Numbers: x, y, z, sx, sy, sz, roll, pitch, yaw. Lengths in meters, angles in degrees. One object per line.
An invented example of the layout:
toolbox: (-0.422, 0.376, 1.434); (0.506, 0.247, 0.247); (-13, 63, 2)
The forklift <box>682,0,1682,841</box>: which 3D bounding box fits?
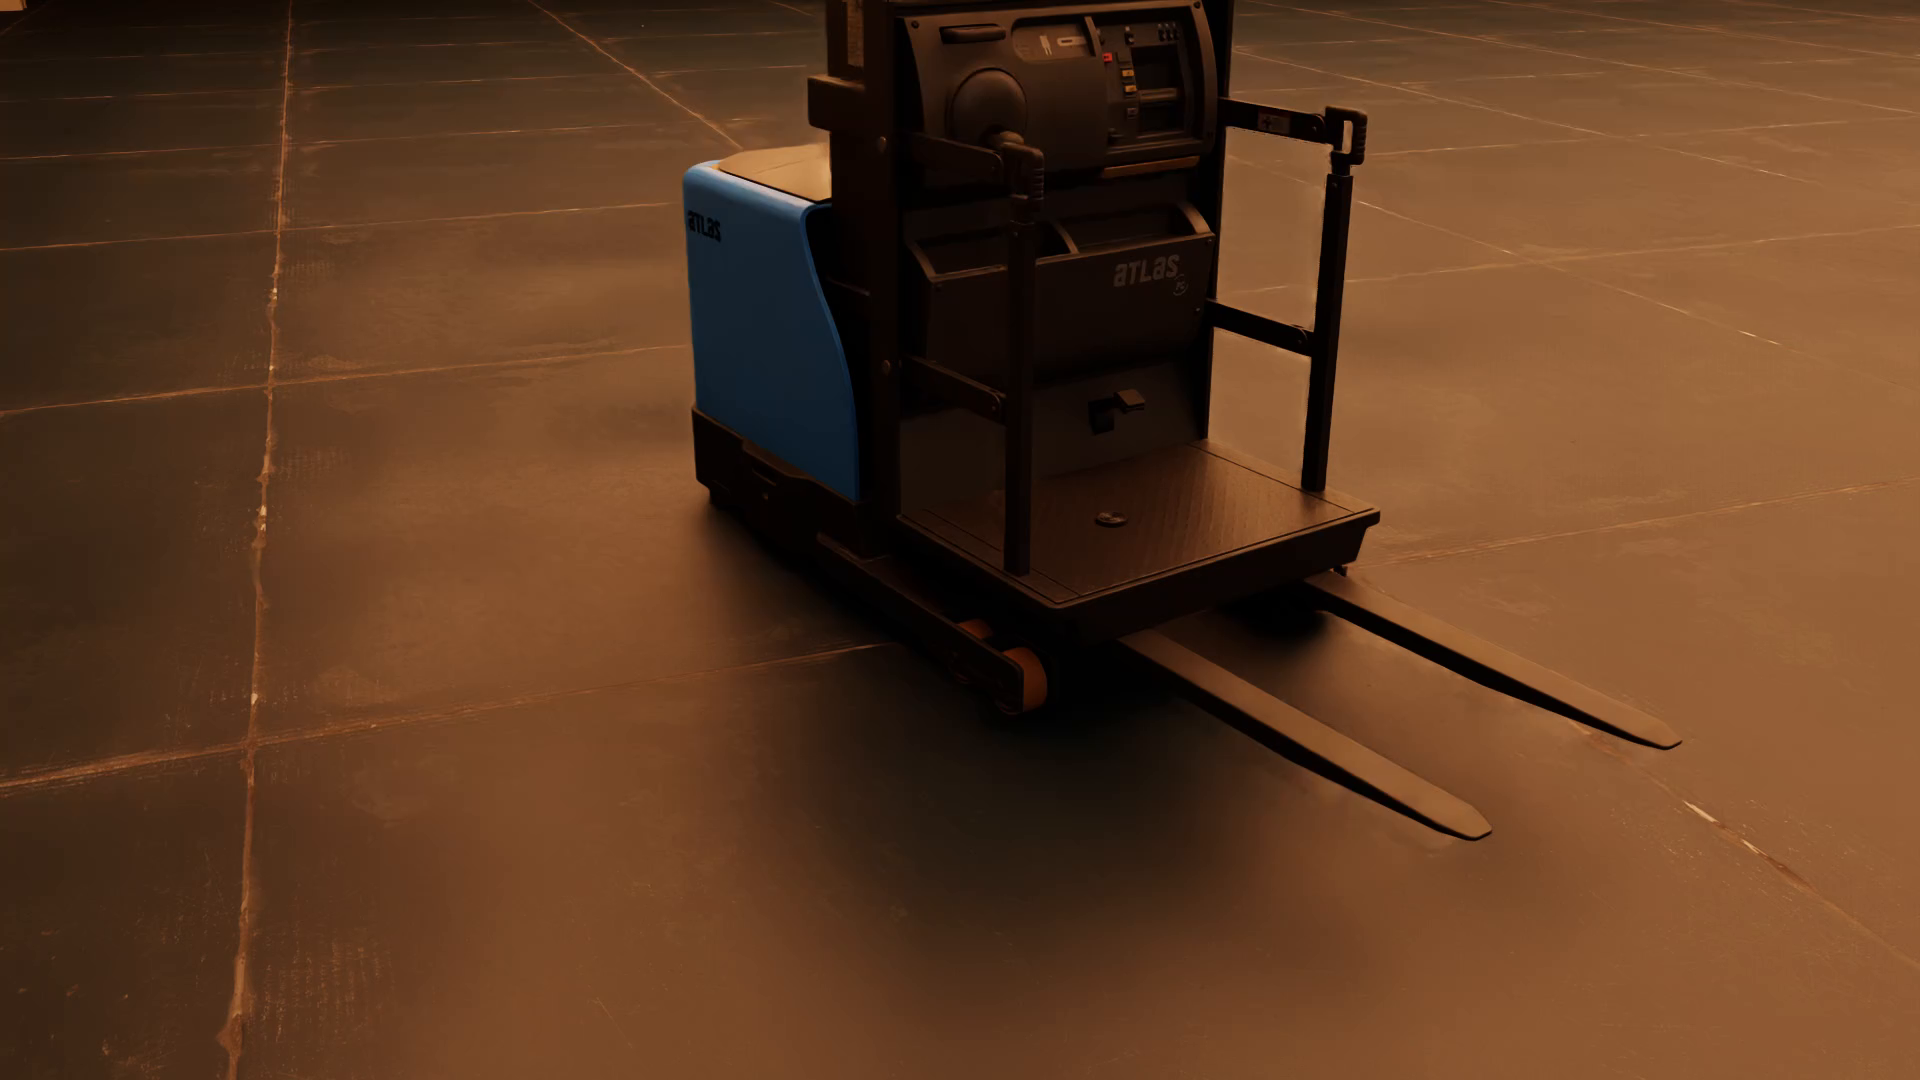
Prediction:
forklift: (0.392, -1.134, 3.996); (1.130, 2.935, 3.031); (-15, 27, -31)
